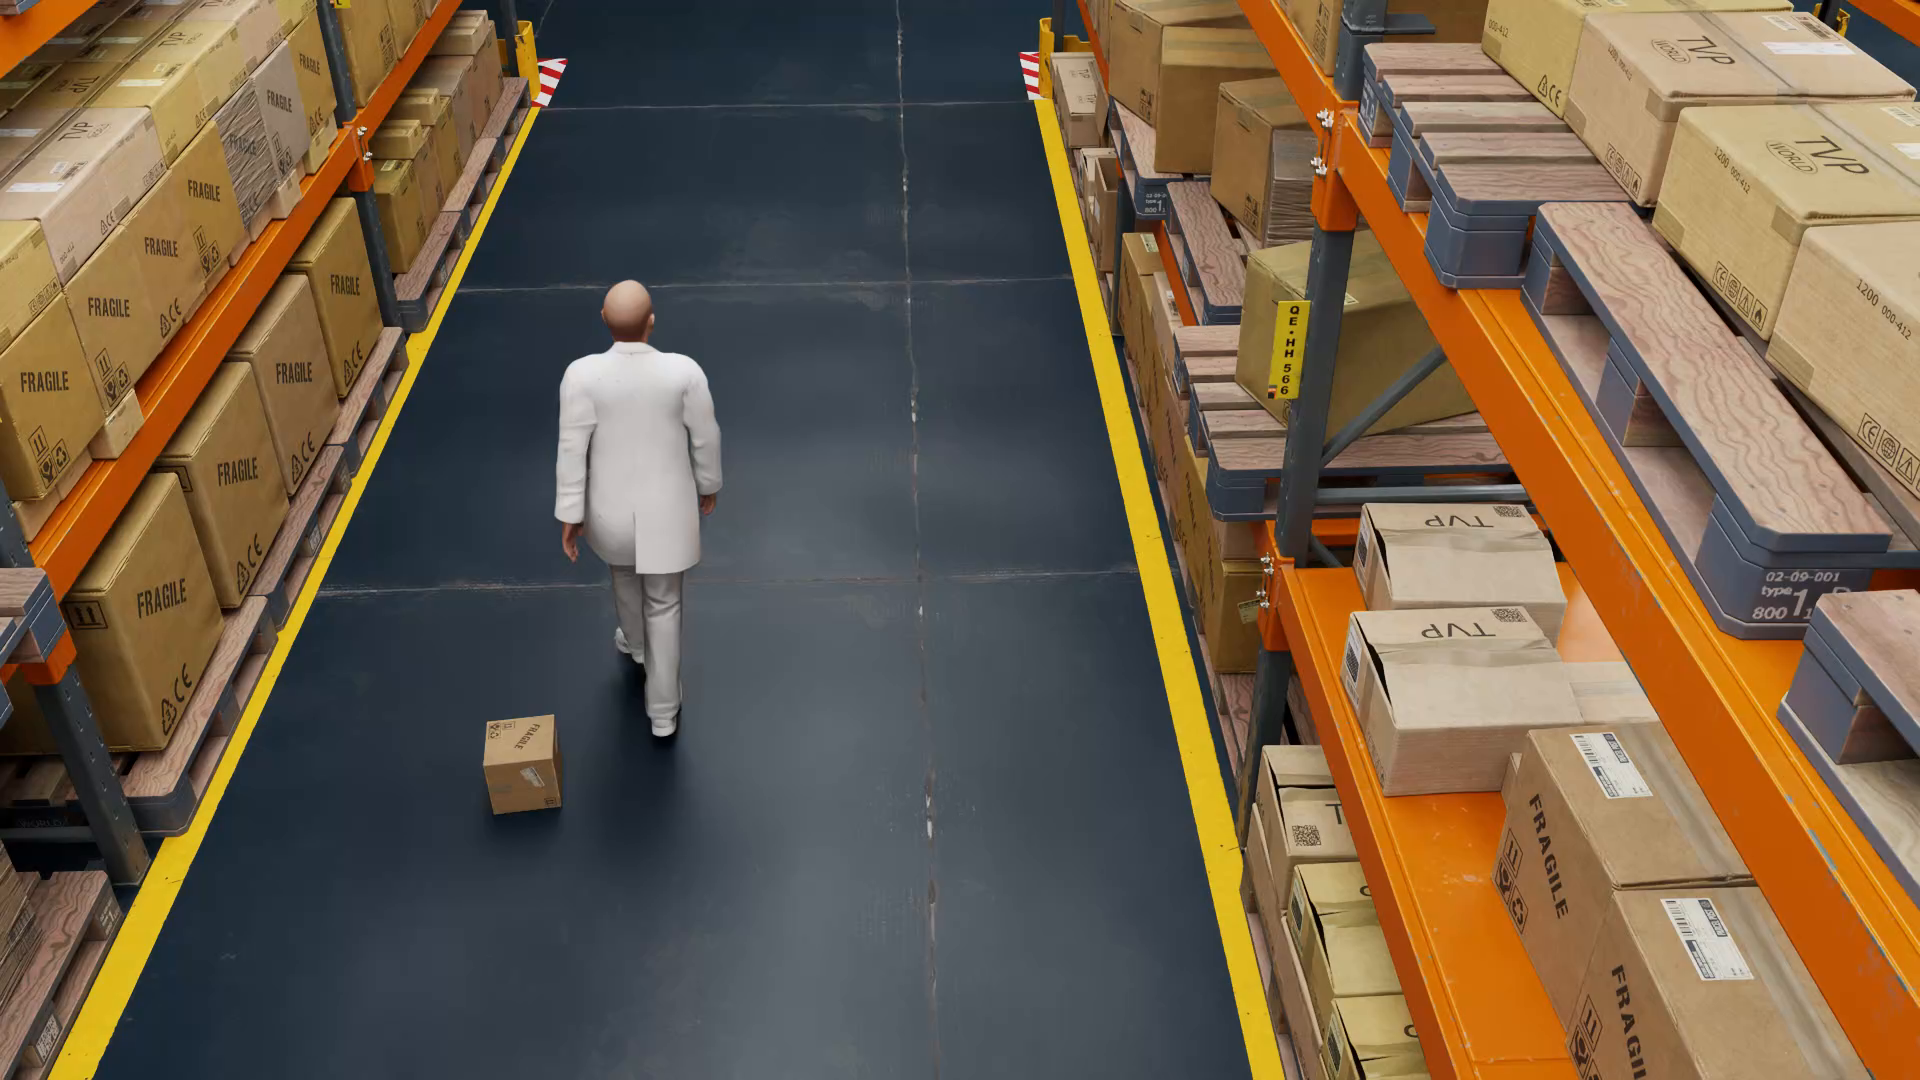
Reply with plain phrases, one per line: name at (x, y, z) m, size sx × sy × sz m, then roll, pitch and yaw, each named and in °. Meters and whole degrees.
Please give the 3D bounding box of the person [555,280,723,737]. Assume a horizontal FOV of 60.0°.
person at (-1.202, -0.123, 6.349) m, size 0.618 × 1.804 × 0.793 m, roll -2°, pitch 35°, yaw -3°
